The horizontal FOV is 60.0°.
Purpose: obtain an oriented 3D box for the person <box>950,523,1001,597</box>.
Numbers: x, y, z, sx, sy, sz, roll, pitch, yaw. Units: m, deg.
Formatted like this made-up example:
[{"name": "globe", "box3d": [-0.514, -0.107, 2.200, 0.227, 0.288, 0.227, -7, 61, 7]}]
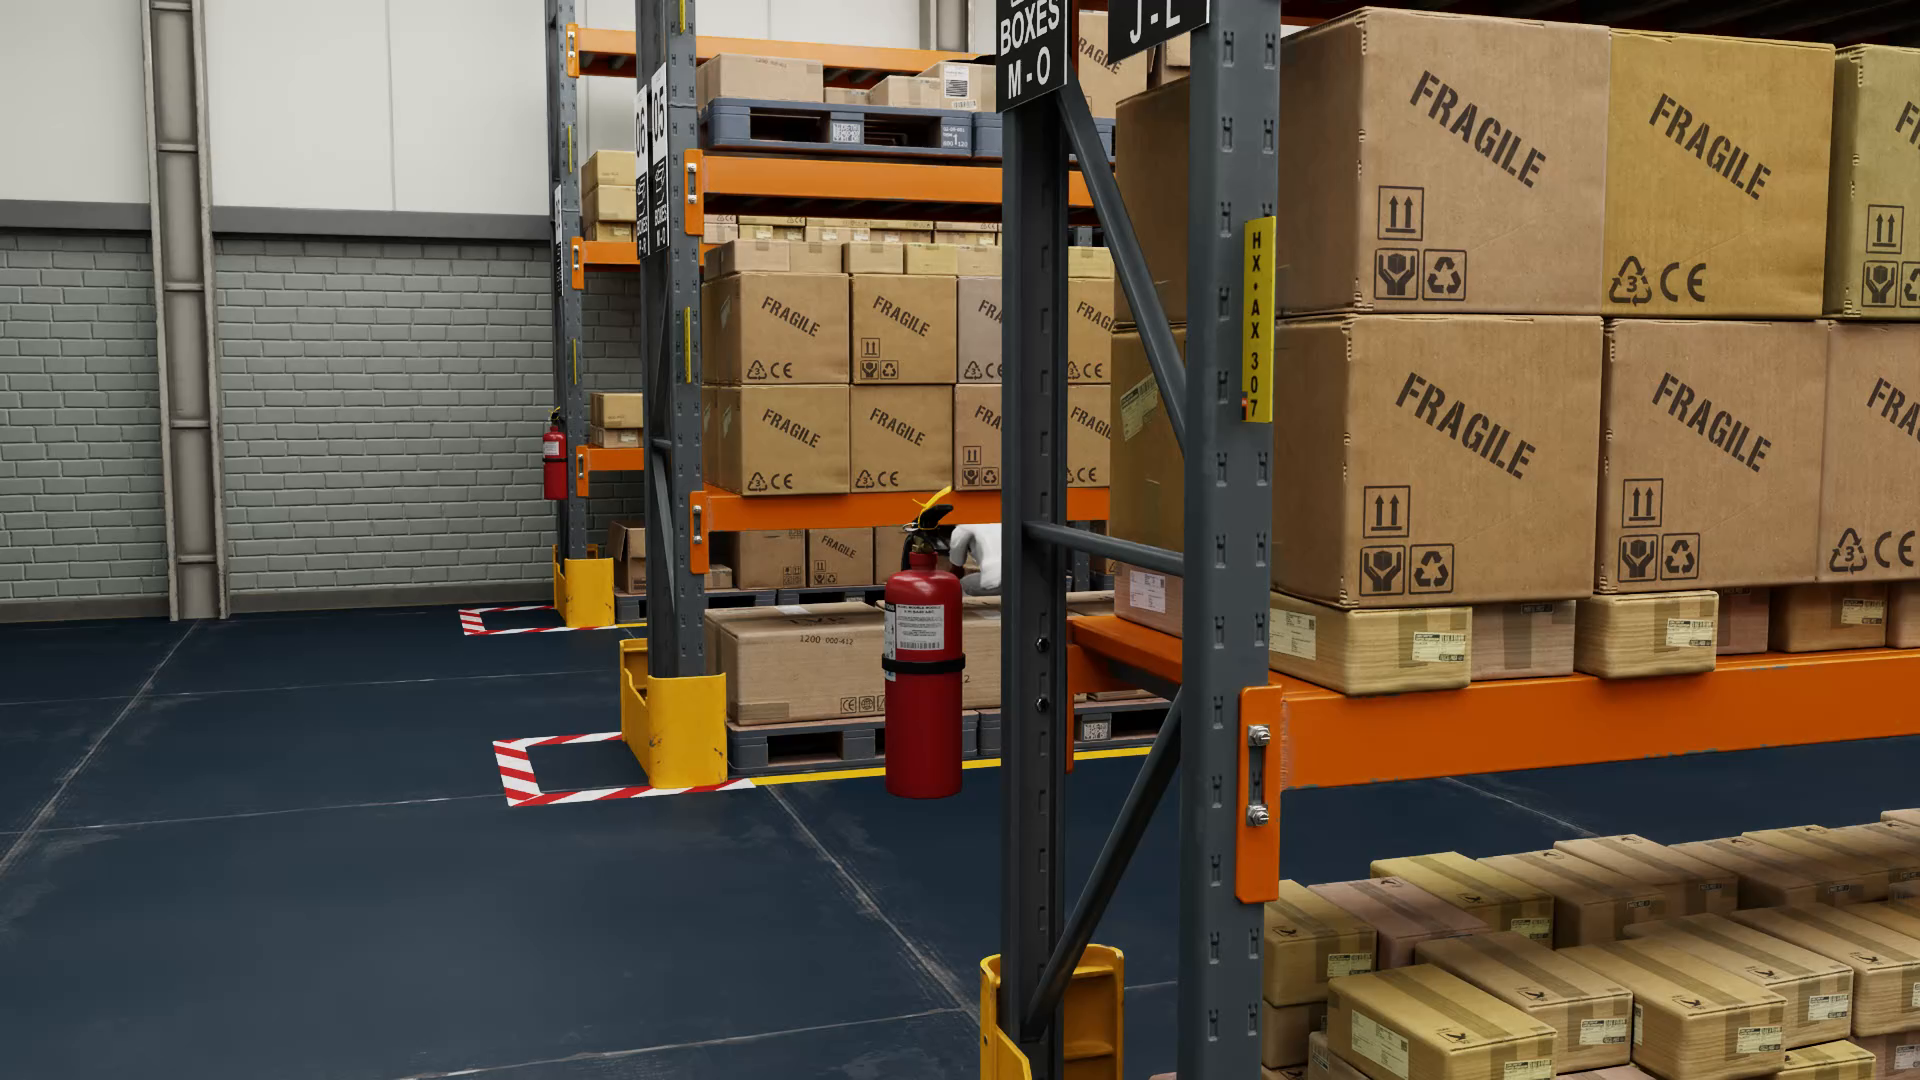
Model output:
[{"name": "person", "box3d": [0.228, 0.177, 11.831, 0.592, 1.001, 0.867, -2, 6, -19]}]
